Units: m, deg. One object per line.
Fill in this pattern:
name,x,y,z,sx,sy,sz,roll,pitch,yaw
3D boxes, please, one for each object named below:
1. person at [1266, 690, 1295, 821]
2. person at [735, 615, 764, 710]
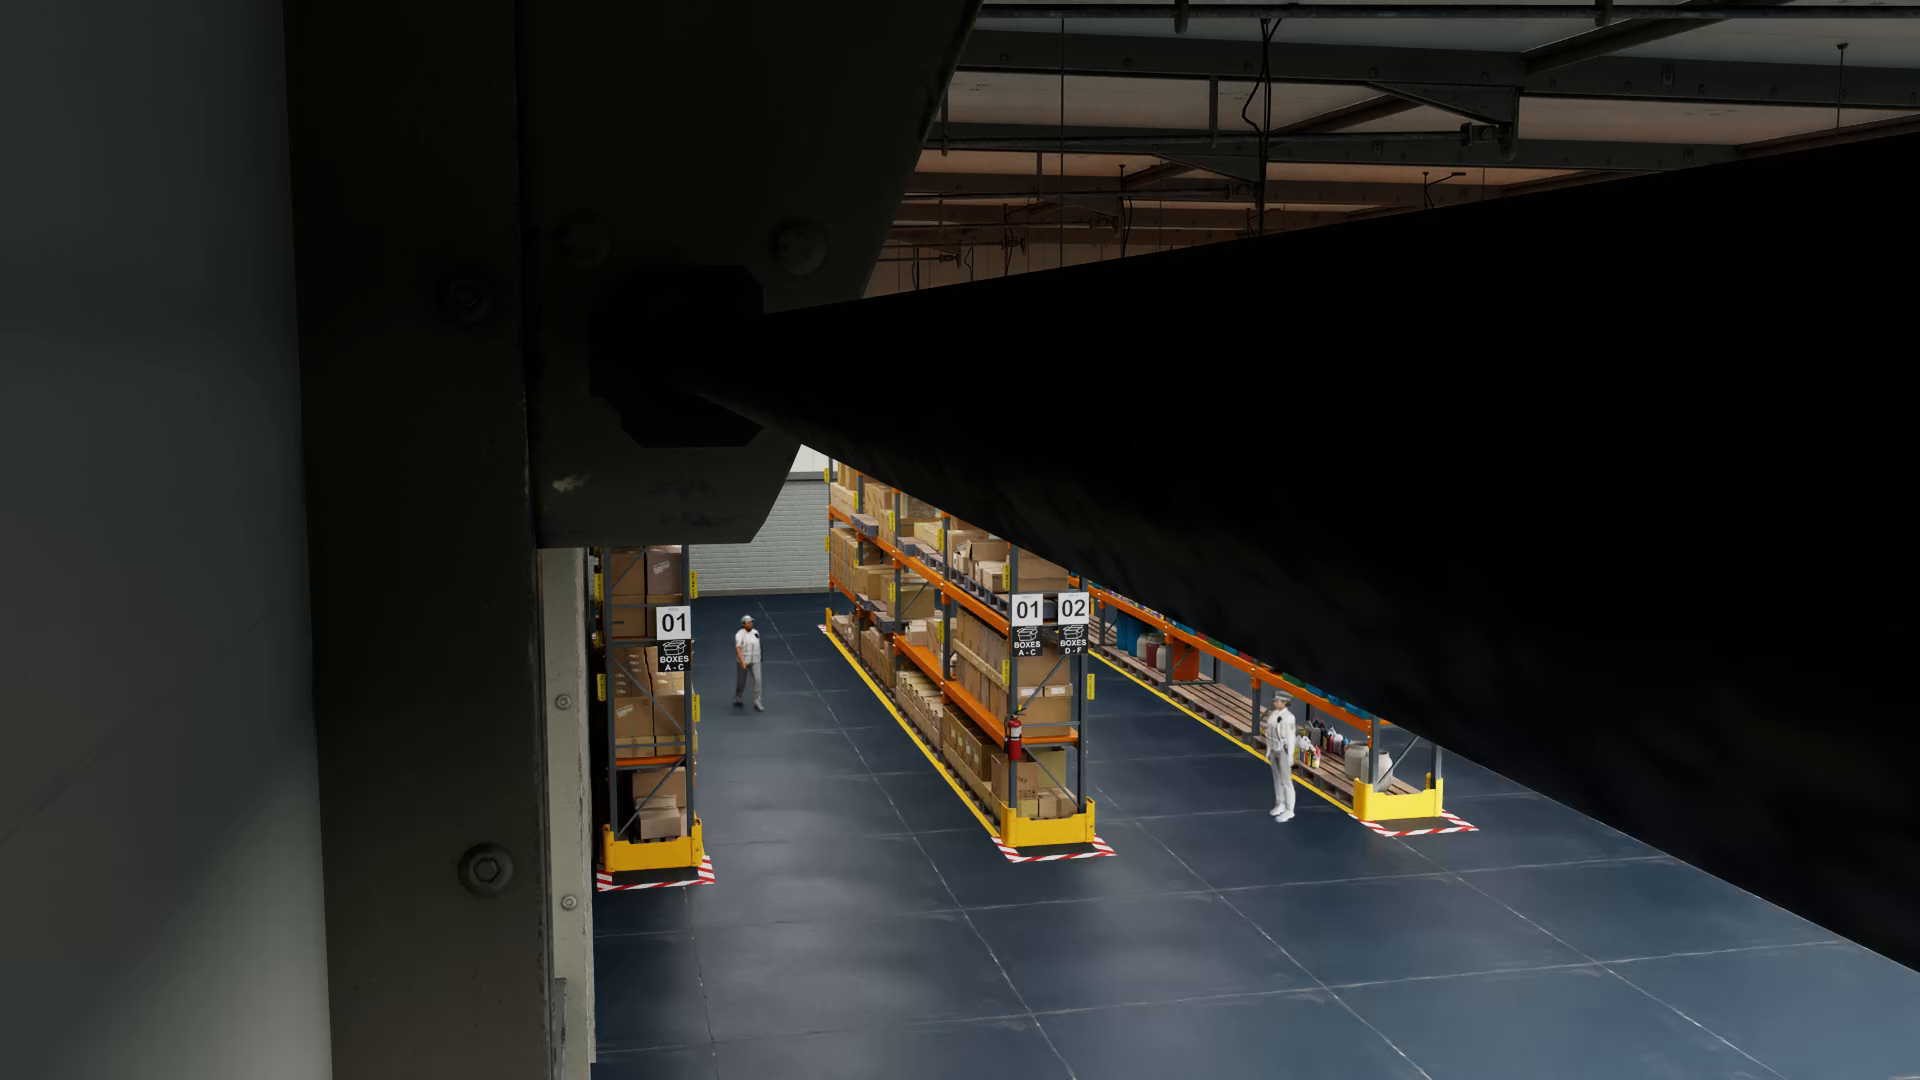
person,4.292,2.856,22.268,0.391,1.695,0.577,-3,7,-22
person,-3.667,2.109,28.839,0.484,1.613,0.940,-3,7,-22
